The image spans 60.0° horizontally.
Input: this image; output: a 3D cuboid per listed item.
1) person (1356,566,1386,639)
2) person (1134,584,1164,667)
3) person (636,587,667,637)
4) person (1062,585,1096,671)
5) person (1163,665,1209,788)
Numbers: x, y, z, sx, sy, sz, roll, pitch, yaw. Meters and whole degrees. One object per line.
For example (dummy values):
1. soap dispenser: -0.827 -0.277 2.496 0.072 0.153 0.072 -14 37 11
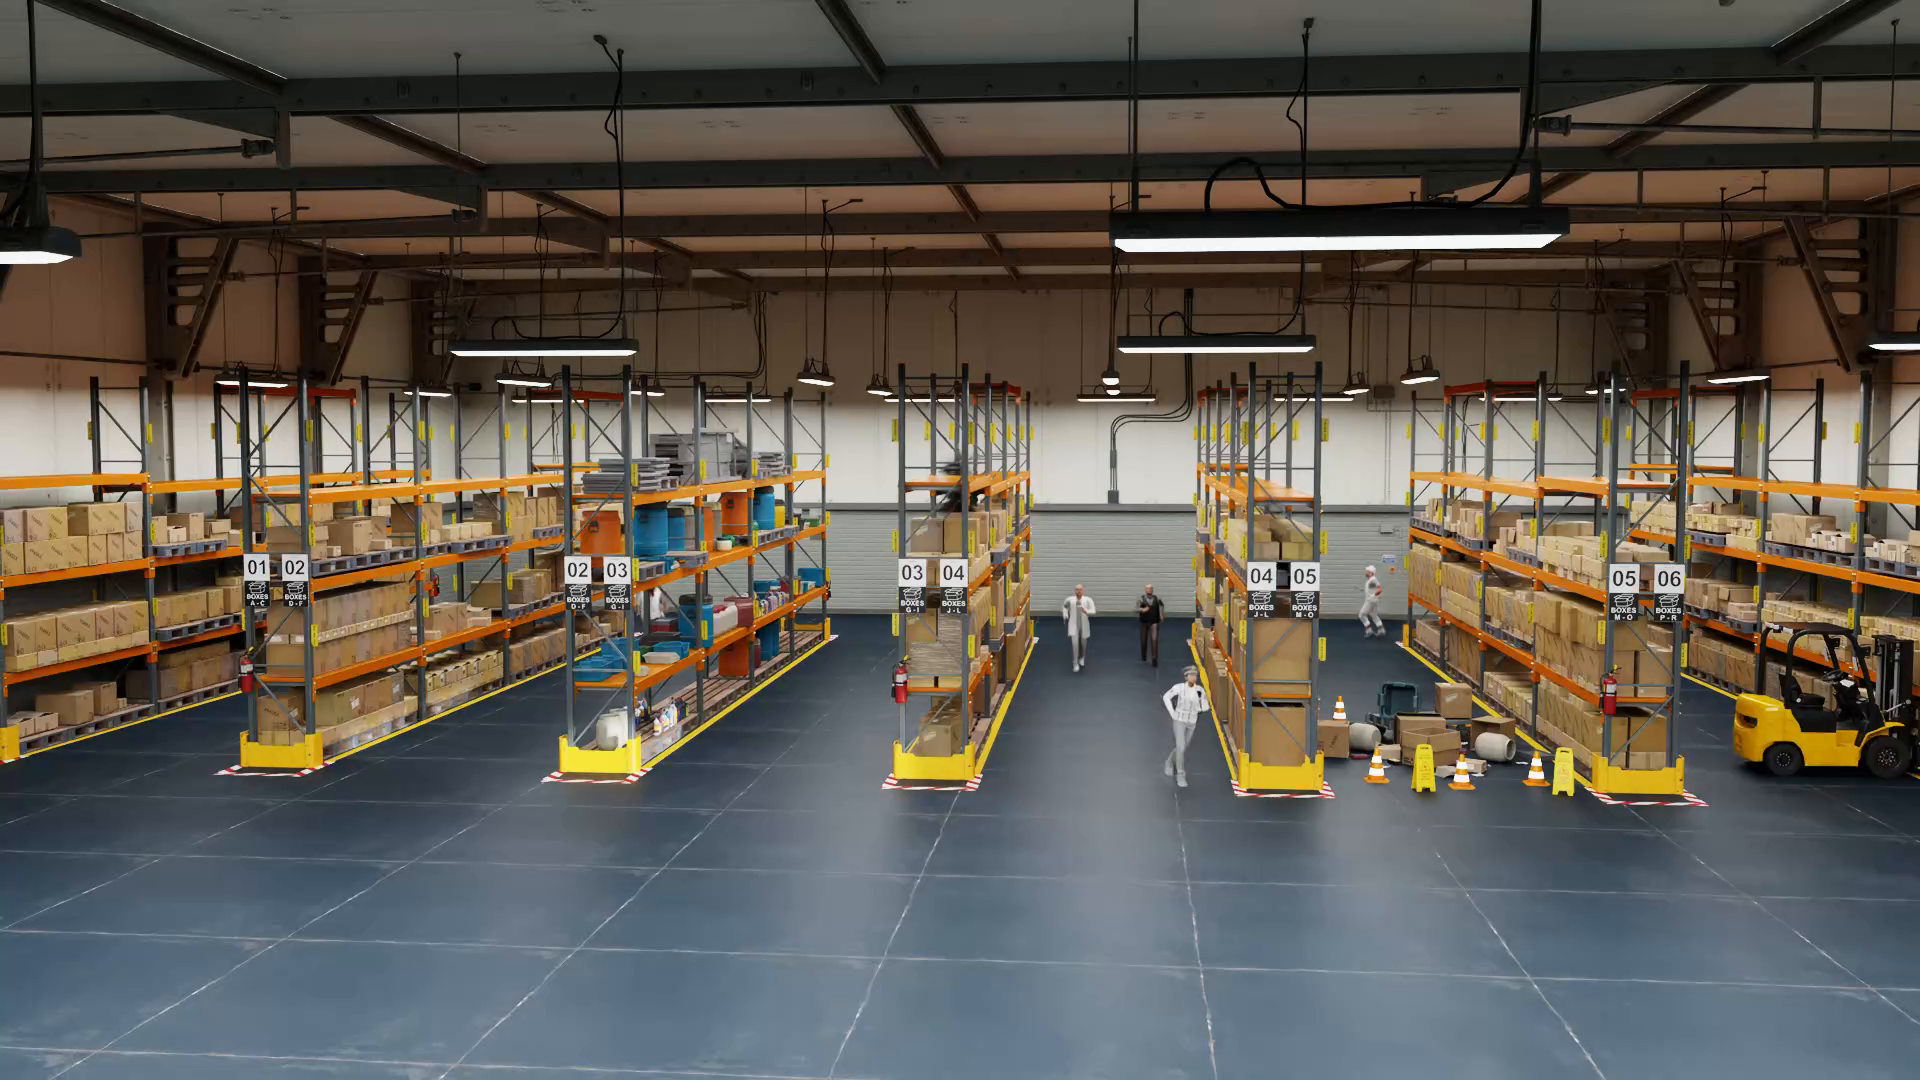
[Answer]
1. person: 9.988 1.533 40.438 0.726 1.823 0.652 1 4 14
2. person: 4.085 1.813 35.871 0.659 1.723 0.944 0 4 4
3. person: -6.841 1.768 36.840 0.671 1.758 0.844 0 4 -7
4. person: 2.512 1.830 35.133 0.697 1.775 1.053 0 4 1
5. person: 3.260 2.644 23.913 0.621 1.720 0.845 -1 4 -15
